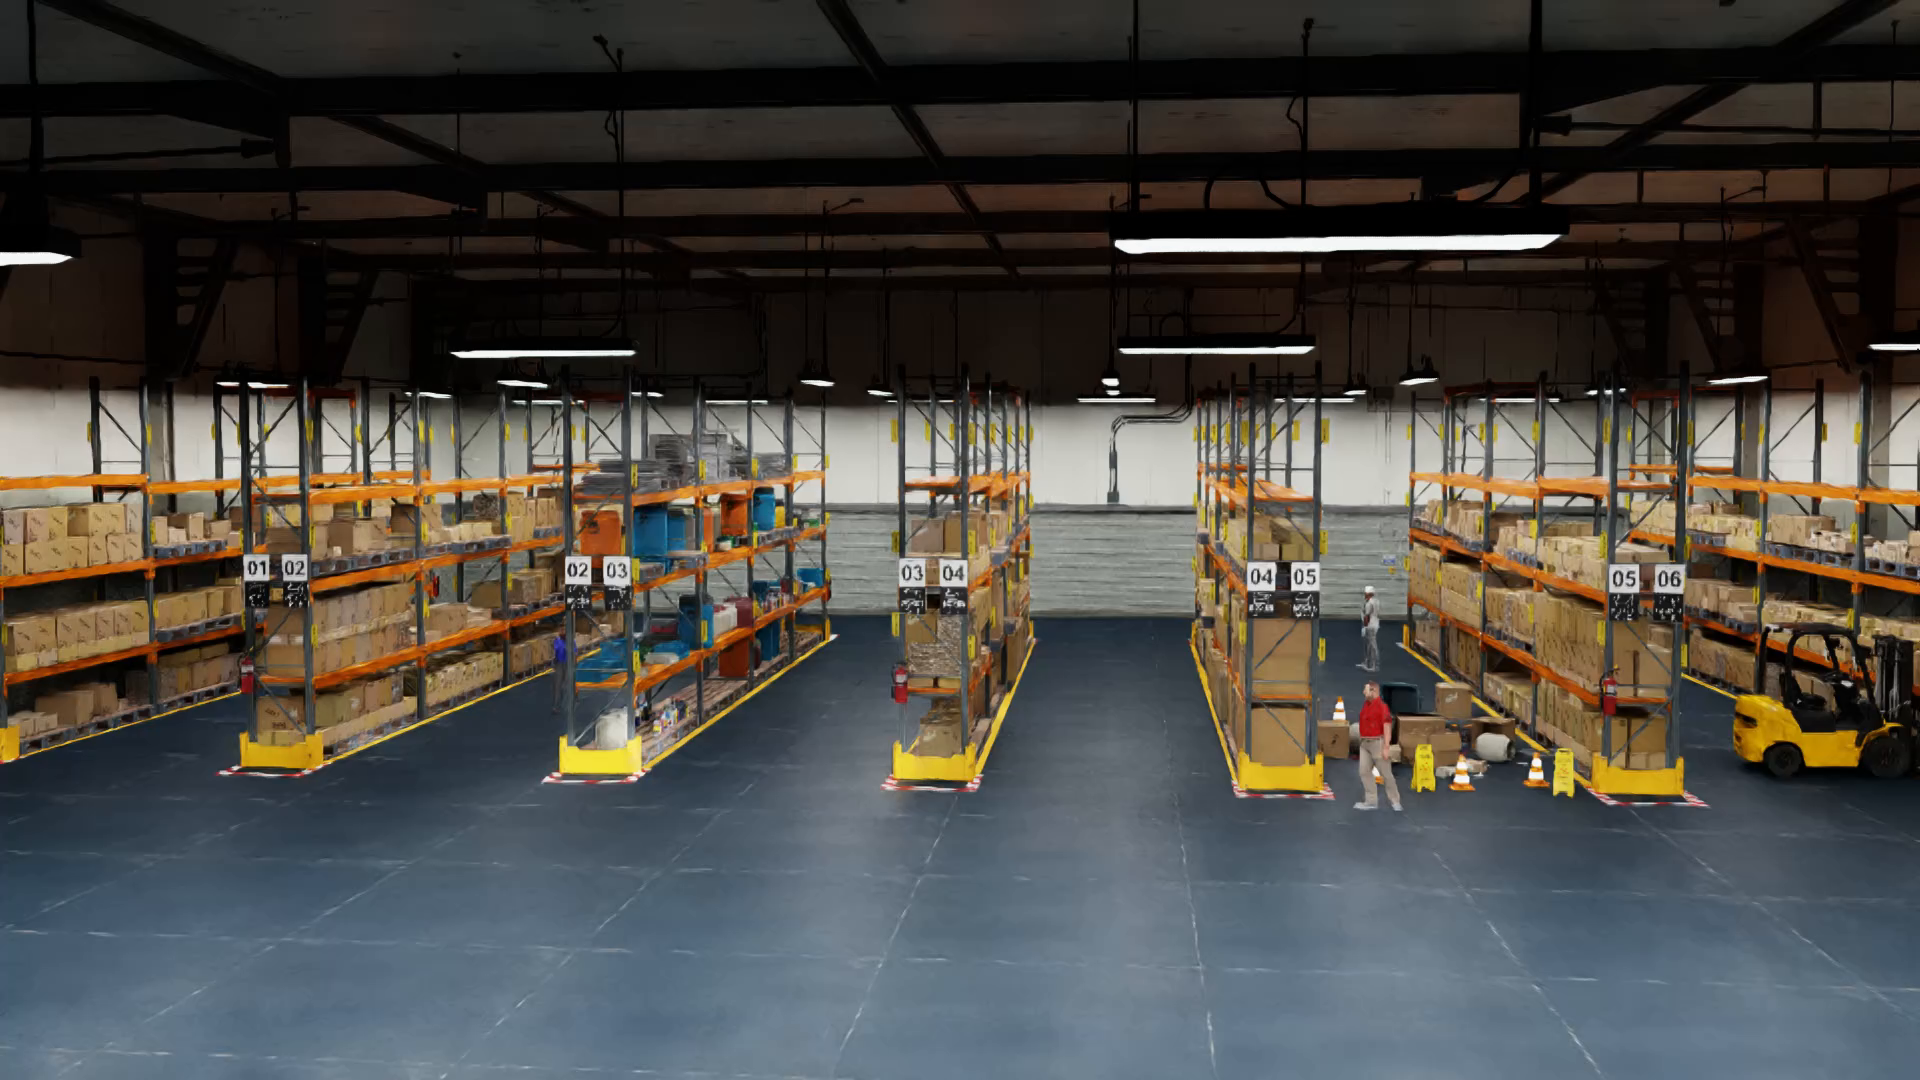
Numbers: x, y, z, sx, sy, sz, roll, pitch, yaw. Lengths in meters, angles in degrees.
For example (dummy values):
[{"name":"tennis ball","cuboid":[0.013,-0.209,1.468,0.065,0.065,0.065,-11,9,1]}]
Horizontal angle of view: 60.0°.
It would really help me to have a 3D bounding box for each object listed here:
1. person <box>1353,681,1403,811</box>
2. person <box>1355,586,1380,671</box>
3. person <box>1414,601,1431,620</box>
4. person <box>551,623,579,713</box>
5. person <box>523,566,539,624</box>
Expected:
[{"name":"person","cuboid":[5.581,2.731,22.132,0.554,1.720,0.653,-1,4,-21]},{"name":"person","cuboid":[8.608,1.843,35.064,0.594,1.776,0.678,2,4,26]},{"name":"person","cuboid":[11.821,1.414,42.184,0.497,1.783,0.637,-2,4,-30]},{"name":"person","cuboid":[-7.083,2.279,29.896,0.463,1.596,0.998,0,4,4]},{"name":"person","cuboid":[-11.060,1.446,42.711,0.489,1.582,1.075,0,4,4]}]
